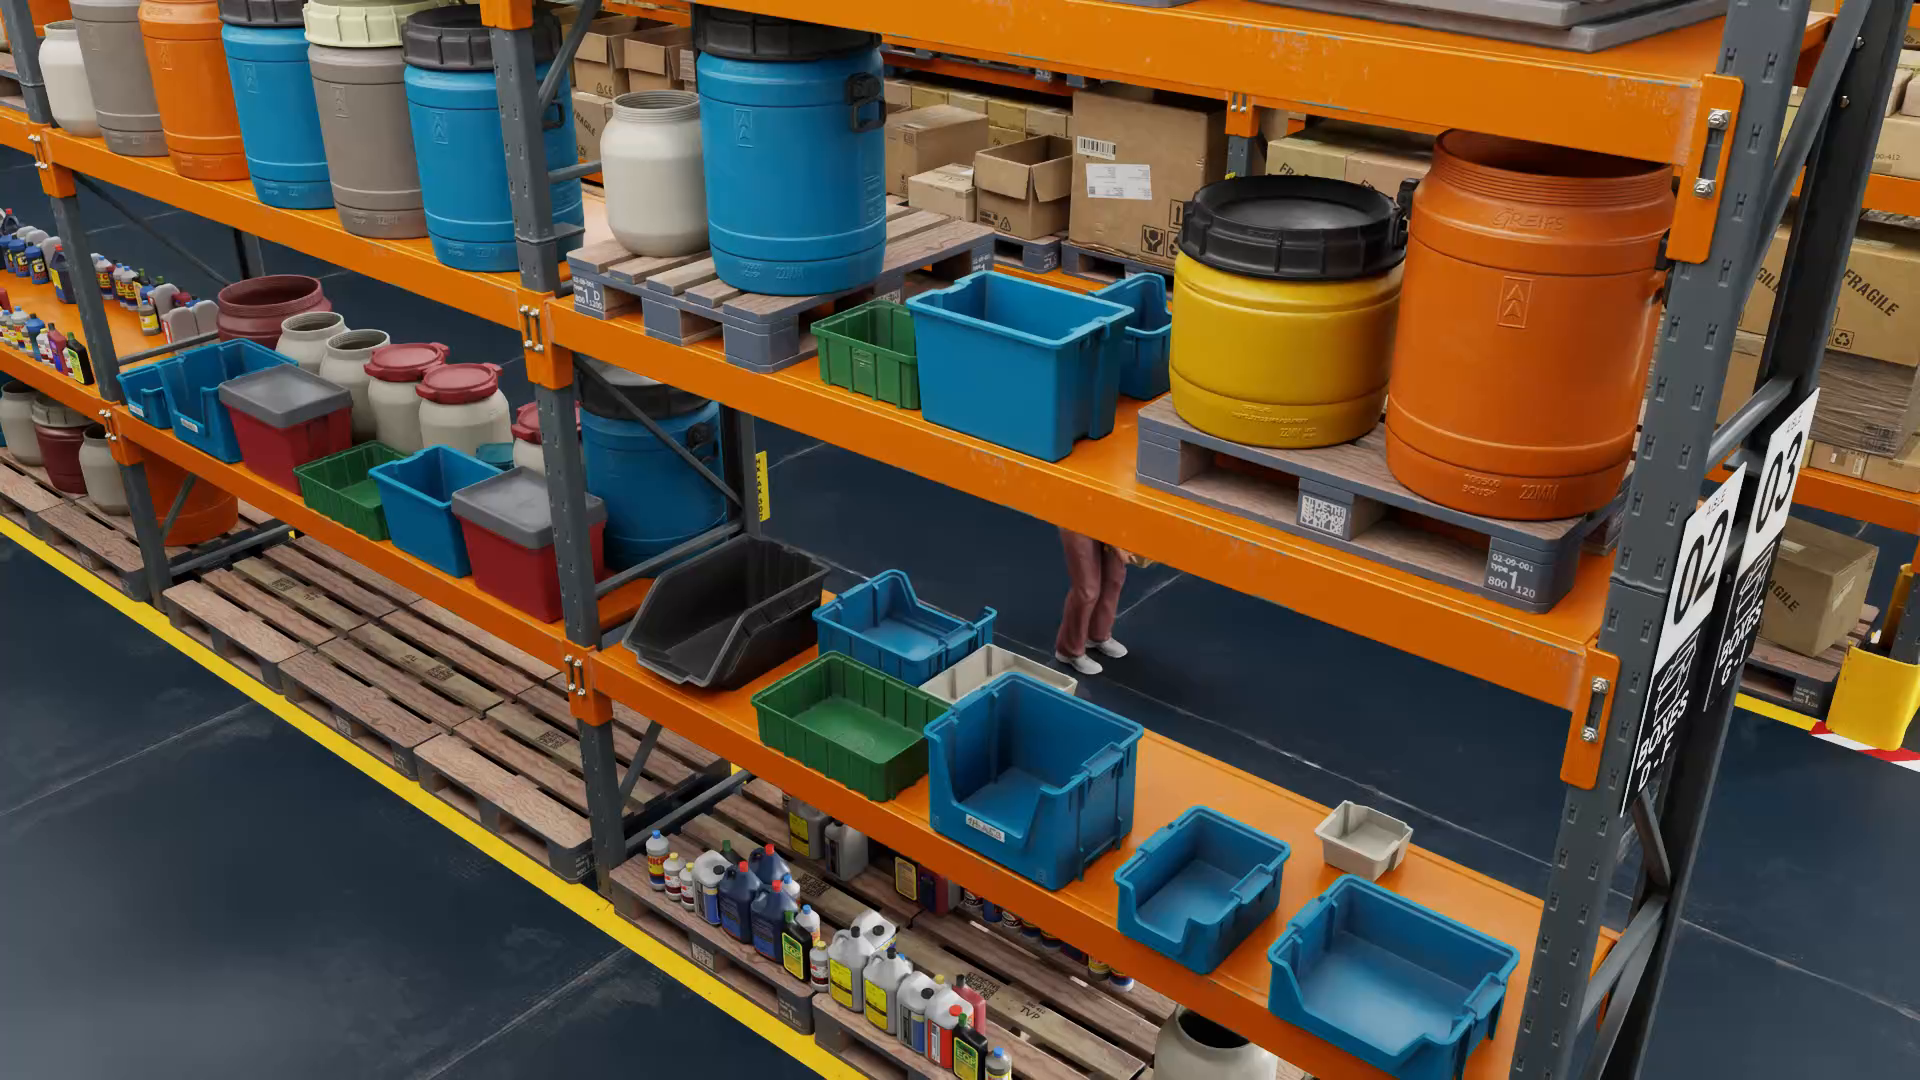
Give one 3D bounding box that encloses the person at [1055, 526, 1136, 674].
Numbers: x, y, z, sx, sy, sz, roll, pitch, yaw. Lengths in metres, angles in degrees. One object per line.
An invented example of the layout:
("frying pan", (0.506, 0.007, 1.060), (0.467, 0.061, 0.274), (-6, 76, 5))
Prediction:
("person", (0.786, -0.059, 8.776), (0.530, 1.643, 0.408), (20, 34, 34))
